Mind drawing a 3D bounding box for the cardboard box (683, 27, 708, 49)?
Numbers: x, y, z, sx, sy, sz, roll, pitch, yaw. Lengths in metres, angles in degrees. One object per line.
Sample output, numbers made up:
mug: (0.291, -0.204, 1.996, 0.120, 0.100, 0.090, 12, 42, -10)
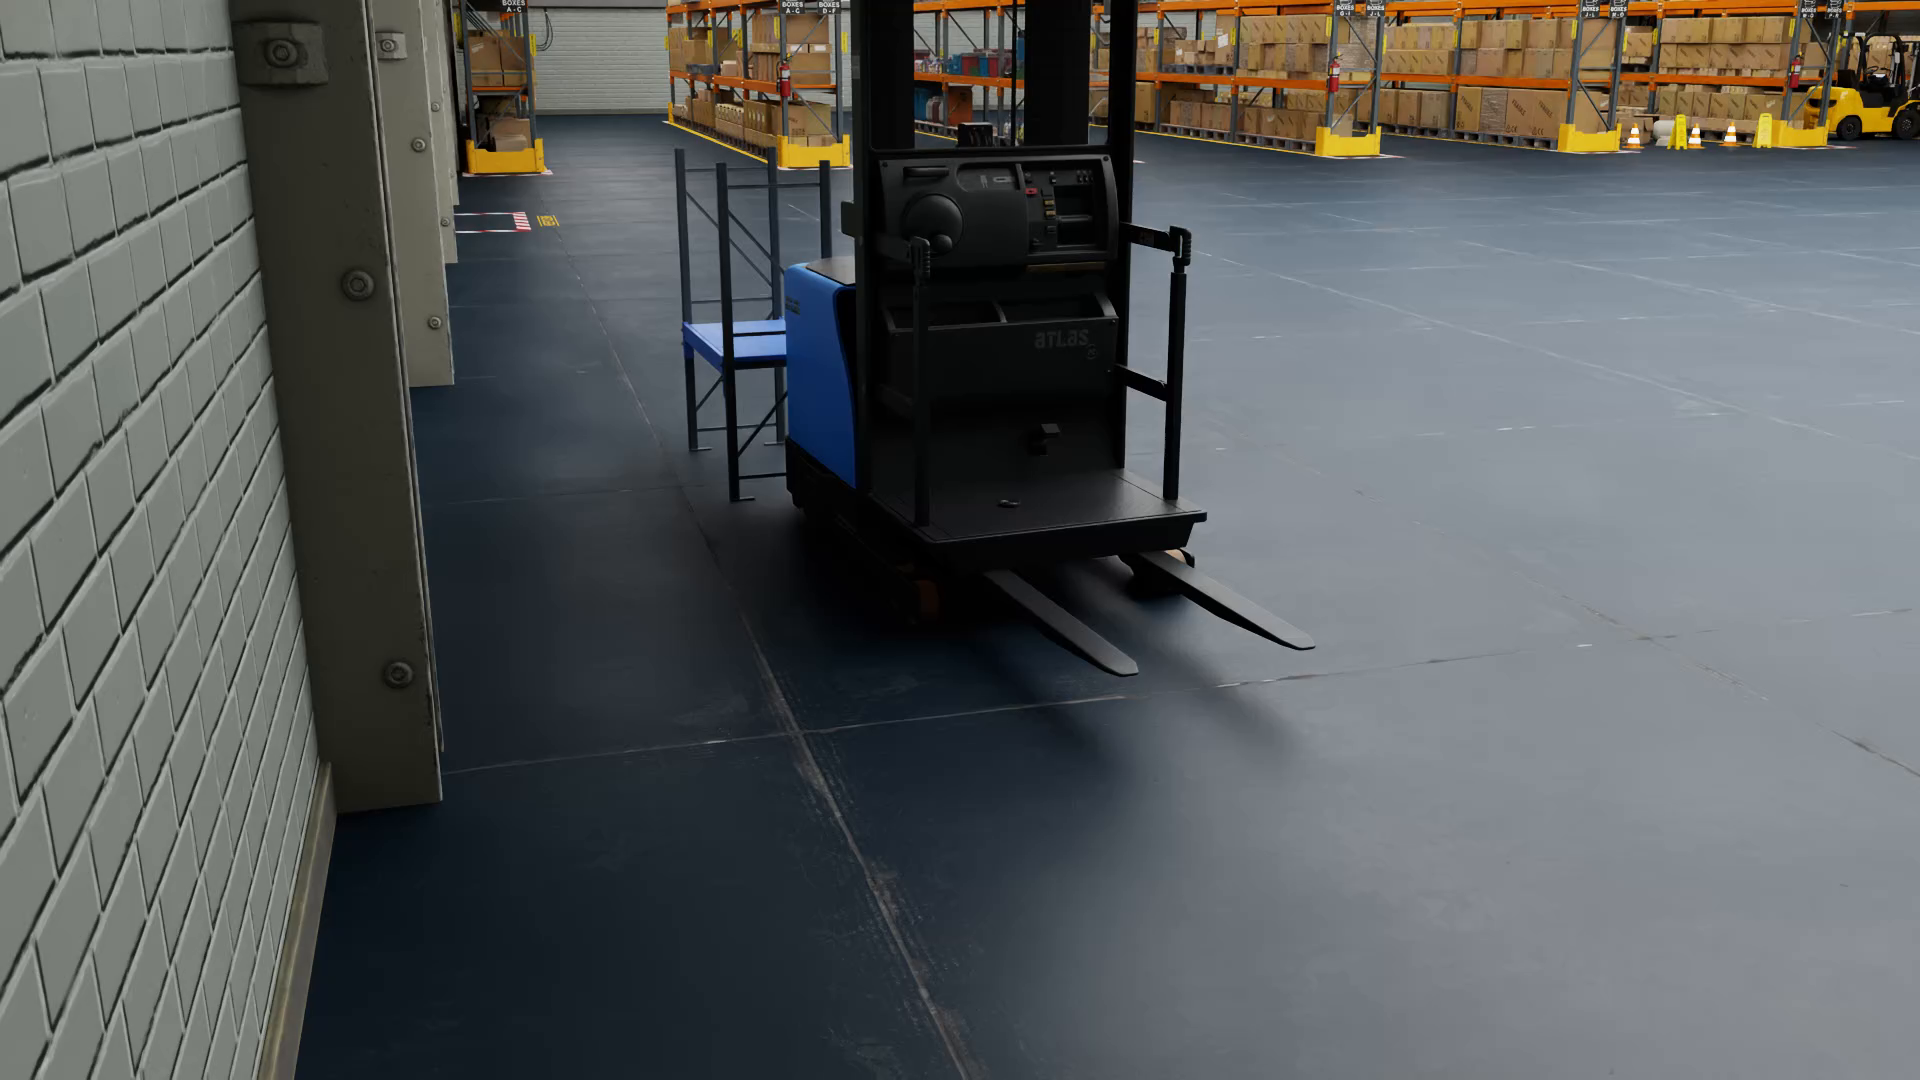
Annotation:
cardboard box: (-6.120, -11.633, 38.555, 0.500, 0.500, 0.500, -5, 17, -15)

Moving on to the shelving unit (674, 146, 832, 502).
shelving unit: (-0.974, -1.058, 7.867, 0.538, 1.500, 1.048, -6, 18, -18)

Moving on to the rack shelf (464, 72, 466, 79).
rack shelf: (-11.044, -10.803, 38.954, 1.077, 0.370, 4.000, -5, 17, -15)

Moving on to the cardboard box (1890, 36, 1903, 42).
cardboard box: (20.401, -10.839, 36.003, 0.380, 0.149, 0.250, -5, 17, -16)

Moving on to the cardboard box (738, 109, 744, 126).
cardboard box: (-3.921, -8.017, 31.501, 0.500, 0.311, 0.500, -5, 17, -15)

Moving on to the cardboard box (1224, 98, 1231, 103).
cardboard box: (7.409, -11.973, 45.305, 0.380, 0.149, 0.250, -5, 17, -16)

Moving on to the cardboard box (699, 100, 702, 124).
cardboard box: (-5.546, -9.562, 37.152, 0.500, 0.500, 0.500, -4, 17, -15)

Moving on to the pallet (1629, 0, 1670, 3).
pallet: (15.453, -11.866, 36.353, 1.213, 0.211, 1.003, -5, 17, -15)

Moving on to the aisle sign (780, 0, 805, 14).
aisle sign: (-2.699, -8.872, 26.754, 0.394, 0.787, 0.004, -5, 17, -15)

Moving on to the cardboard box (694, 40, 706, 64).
cardboard box: (-5.567, -10.902, 37.129, 0.700, 0.500, 0.500, -2, 17, -6)

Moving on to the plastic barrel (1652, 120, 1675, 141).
plastic barrel: (14.596, -8.451, 34.352, 0.512, 0.421, 0.421, 7, 18, 23)

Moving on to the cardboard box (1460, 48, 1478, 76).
cardboard box: (10.902, -9.891, 34.407, 0.875, 0.550, 0.550, -5, 17, -15)

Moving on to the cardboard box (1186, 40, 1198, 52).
cardboard box: (5.329, -10.619, 36.187, 0.700, 0.500, 0.500, -2, 17, -7)

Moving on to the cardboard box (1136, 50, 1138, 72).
cardboard box: (4.242, -11.110, 38.549, 0.500, 0.500, 0.500, -5, 18, -17)

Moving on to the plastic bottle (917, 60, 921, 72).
plastic bottle: (-0.890, -10.840, 38.041, 0.152, 0.276, 0.135, -5, 17, -15)

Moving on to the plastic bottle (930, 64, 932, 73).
plastic bottle: (-0.629, -10.513, 37.083, 0.097, 0.201, 0.097, 0, 17, 0)

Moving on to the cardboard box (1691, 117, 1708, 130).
cardboard box: (15.729, -8.746, 34.905, 0.500, 0.250, 0.500, -5, 17, -16)

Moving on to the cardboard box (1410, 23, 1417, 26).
cardboard box: (12.440, -13.944, 45.121, 0.380, 0.149, 0.250, -5, 17, -17)

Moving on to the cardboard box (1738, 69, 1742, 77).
cardboard box: (16.050, -9.485, 33.750, 0.380, 0.149, 0.250, -4, 17, -14)

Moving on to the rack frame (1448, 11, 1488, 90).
rack frame: (13.322, -12.553, 43.528, 1.000, 3.000, 0.127, -5, 17, -15)

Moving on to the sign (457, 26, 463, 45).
sign: (-8.829, -8.891, 29.326, 0.100, 0.325, 0.005, -5, 17, -15)

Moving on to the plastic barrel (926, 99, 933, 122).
plastic barrel: (-0.572, -9.877, 38.212, 0.421, 0.512, 0.421, 0, 17, 0)

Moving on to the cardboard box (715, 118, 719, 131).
cardboard box: (-4.772, -8.597, 34.408, 0.500, 0.250, 0.500, -5, 17, -15)

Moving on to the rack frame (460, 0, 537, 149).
rack frame: (-7.197, -7.275, 25.958, 1.000, 3.000, 0.127, -5, 17, -15)

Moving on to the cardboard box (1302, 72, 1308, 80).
cardboard box: (6.574, -8.597, 30.795, 0.380, 0.149, 0.250, -5, 17, -15)

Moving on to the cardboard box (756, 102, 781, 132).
cardboard box: (-3.293, -7.450, 29.286, 0.500, 0.500, 0.500, -5, 17, -15)

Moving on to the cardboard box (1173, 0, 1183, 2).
cardboard box: (4.918, -11.736, 35.854, 0.500, 0.250, 0.500, -4, 17, -14)

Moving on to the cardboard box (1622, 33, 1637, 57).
cardboard box: (15.035, -10.978, 36.865, 0.500, 0.500, 0.500, -5, 17, -15)

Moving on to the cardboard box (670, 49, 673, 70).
cardboard box: (-6.963, -11.998, 41.507, 0.500, 0.500, 0.500, -4, 17, -14)

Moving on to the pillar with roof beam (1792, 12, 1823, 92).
pillar with roof beam: (16.278, -14.083, 38.195, 9.100, 9.000, 0.400, -5, 17, -15)

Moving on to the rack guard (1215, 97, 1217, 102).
rack guard: (7.512, -12.022, 46.105, 1.175, 0.500, 0.348, -5, 17, -15)

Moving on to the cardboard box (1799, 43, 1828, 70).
cardboard box: (16.756, -9.577, 32.930, 0.500, 0.500, 0.500, -5, 17, -16)

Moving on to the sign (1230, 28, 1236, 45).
sign: (5.459, -10.066, 33.237, 0.100, 0.325, 0.005, -5, 17, -15)

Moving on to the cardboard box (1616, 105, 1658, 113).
cardboard box: (15.173, -9.626, 37.622, 0.950, 0.372, 0.625, -4, 17, -12)

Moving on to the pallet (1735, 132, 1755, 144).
pallet: (16.409, -8.147, 33.706, 1.003, 0.211, 1.213, -5, 17, -15)

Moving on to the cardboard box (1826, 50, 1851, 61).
cardboard box: (19.911, -11.017, 37.805, 0.500, 0.250, 0.500, -5, 17, -16)

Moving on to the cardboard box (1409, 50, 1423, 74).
cardboard box: (10.110, -10.371, 36.091, 0.500, 0.500, 0.500, -5, 17, -15)

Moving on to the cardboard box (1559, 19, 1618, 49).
cardboard box: (11.823, -9.509, 31.257, 0.875, 0.550, 0.550, -5, 17, -15)

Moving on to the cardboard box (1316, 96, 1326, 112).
cardboard box: (8.957, -10.481, 40.247, 0.500, 0.500, 0.500, -6, 18, -18)

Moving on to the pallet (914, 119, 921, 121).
pallet: (-0.797, -9.826, 39.295, 1.003, 0.211, 1.213, -5, 17, -15)

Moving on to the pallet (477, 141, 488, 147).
pallet: (-8.511, -7.261, 30.759, 1.003, 0.211, 1.213, -5, 17, -15)

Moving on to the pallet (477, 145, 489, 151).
pallet: (-8.077, -6.863, 29.434, 1.003, 0.211, 1.213, -5, 17, -15)

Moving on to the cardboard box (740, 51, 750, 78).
cardboard box: (-4.012, -9.320, 32.592, 0.500, 0.500, 0.500, -5, 17, -15)

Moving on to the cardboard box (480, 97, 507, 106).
cardboard box: (-8.785, -8.222, 31.386, 0.500, 0.250, 0.500, -5, 17, -17)

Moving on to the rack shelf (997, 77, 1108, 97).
rack shelf: (1.779, -8.267, 30.511, 1.077, 0.370, 4.000, -5, 17, -15)

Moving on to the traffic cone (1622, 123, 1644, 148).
traffic cone: (13.107, -7.859, 32.309, 0.336, 0.463, 0.334, -5, 17, -15)

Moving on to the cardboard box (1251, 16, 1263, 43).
cardboard box: (6.010, -9.943, 32.410, 0.500, 0.500, 0.500, -5, 17, -15)

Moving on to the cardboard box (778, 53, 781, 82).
cardboard box: (-2.700, -7.991, 28.167, 0.700, 0.500, 0.500, -4, 17, -14)

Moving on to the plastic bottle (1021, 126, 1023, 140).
plastic bottle: (1.221, -7.681, 31.149, 0.144, 0.351, 0.185, -5, 17, -16)

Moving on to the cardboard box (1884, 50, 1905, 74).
cardboard box: (20.462, -10.355, 36.038, 0.500, 0.500, 0.500, -5, 17, -16)

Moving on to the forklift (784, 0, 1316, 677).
forklift: (0.229, -1.235, 5.968, 1.130, 2.935, 3.031, -6, 18, -20)

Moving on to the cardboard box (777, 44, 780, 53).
cardboard box: (-2.867, -8.260, 27.935, 0.380, 0.149, 0.250, -5, 17, -16)

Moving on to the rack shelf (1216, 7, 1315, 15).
rack shelf: (8.040, -13.779, 43.646, 1.077, 0.370, 4.000, -5, 17, -15)

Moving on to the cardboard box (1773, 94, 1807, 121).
cardboard box: (16.657, -8.729, 33.542, 0.500, 0.500, 0.500, -5, 18, -17)

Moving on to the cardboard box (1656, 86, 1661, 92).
cardboard box: (18.355, -11.785, 43.457, 0.380, 0.149, 0.250, -4, 17, -13)

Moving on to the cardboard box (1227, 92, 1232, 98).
cardboard box: (7.446, -12.042, 45.020, 0.380, 0.149, 0.250, -5, 17, -15)

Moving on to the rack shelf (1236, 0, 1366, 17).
rack shelf: (6.542, -10.095, 31.383, 1.077, 0.370, 4.000, -5, 17, -15)
